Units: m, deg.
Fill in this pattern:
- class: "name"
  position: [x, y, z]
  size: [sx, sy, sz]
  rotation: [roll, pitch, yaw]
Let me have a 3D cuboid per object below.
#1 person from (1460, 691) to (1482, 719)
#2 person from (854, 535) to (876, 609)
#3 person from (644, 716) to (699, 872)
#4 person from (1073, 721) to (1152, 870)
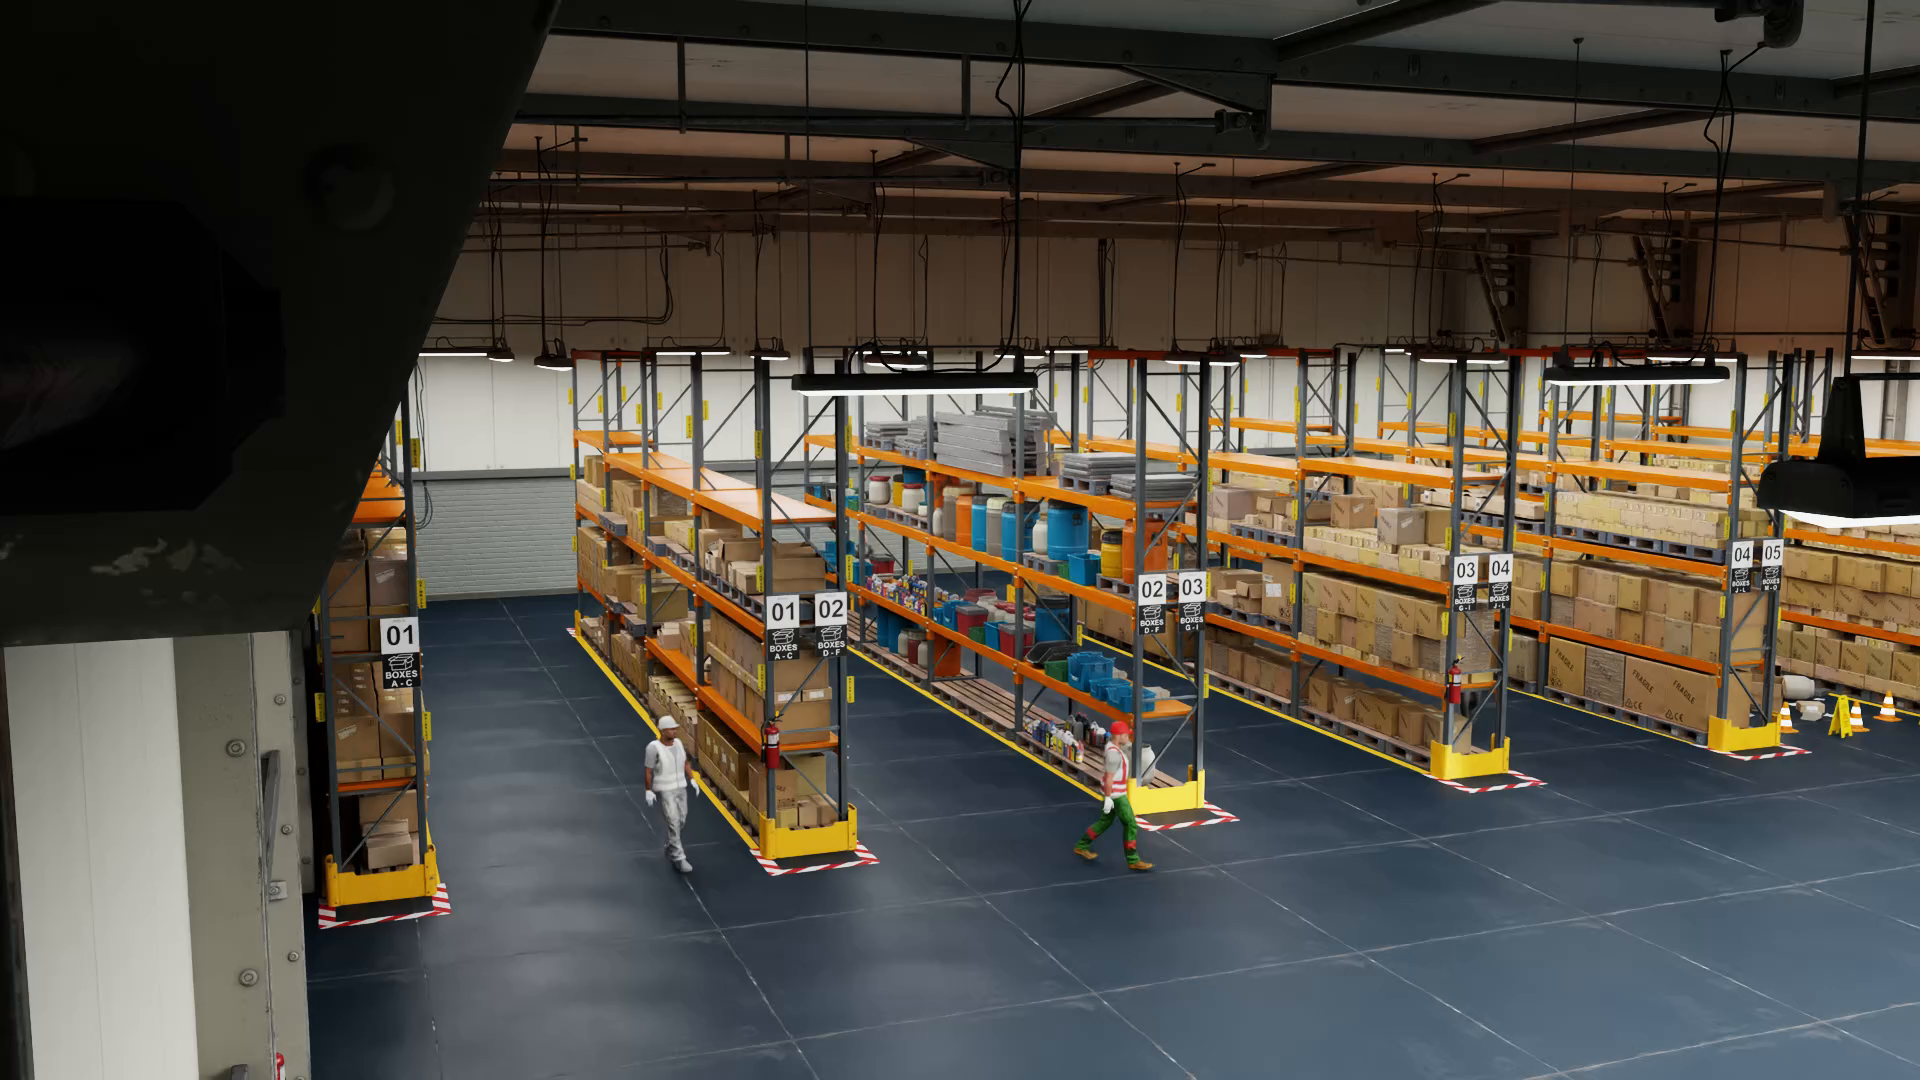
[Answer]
- class: "person"
  position: [8.176, 2.162, 26.804]
  size: [0.522, 1.563, 0.439]
  rotation: [0, 7, -1]
- class: "person"
  position: [-2.173, 0.700, 38.439]
  size: [0.561, 1.652, 1.058]
  rotation: [-4, 8, -30]
- class: "person"
  position: [-3.360, 3.009, 19.854]
  size: [0.781, 1.772, 0.582]
  rotation: [6, 9, 39]
- class: "person"
  position: [1.821, 3.015, 19.783]
  size: [0.915, 1.754, 0.542]
  rotation: [0, 7, 0]
